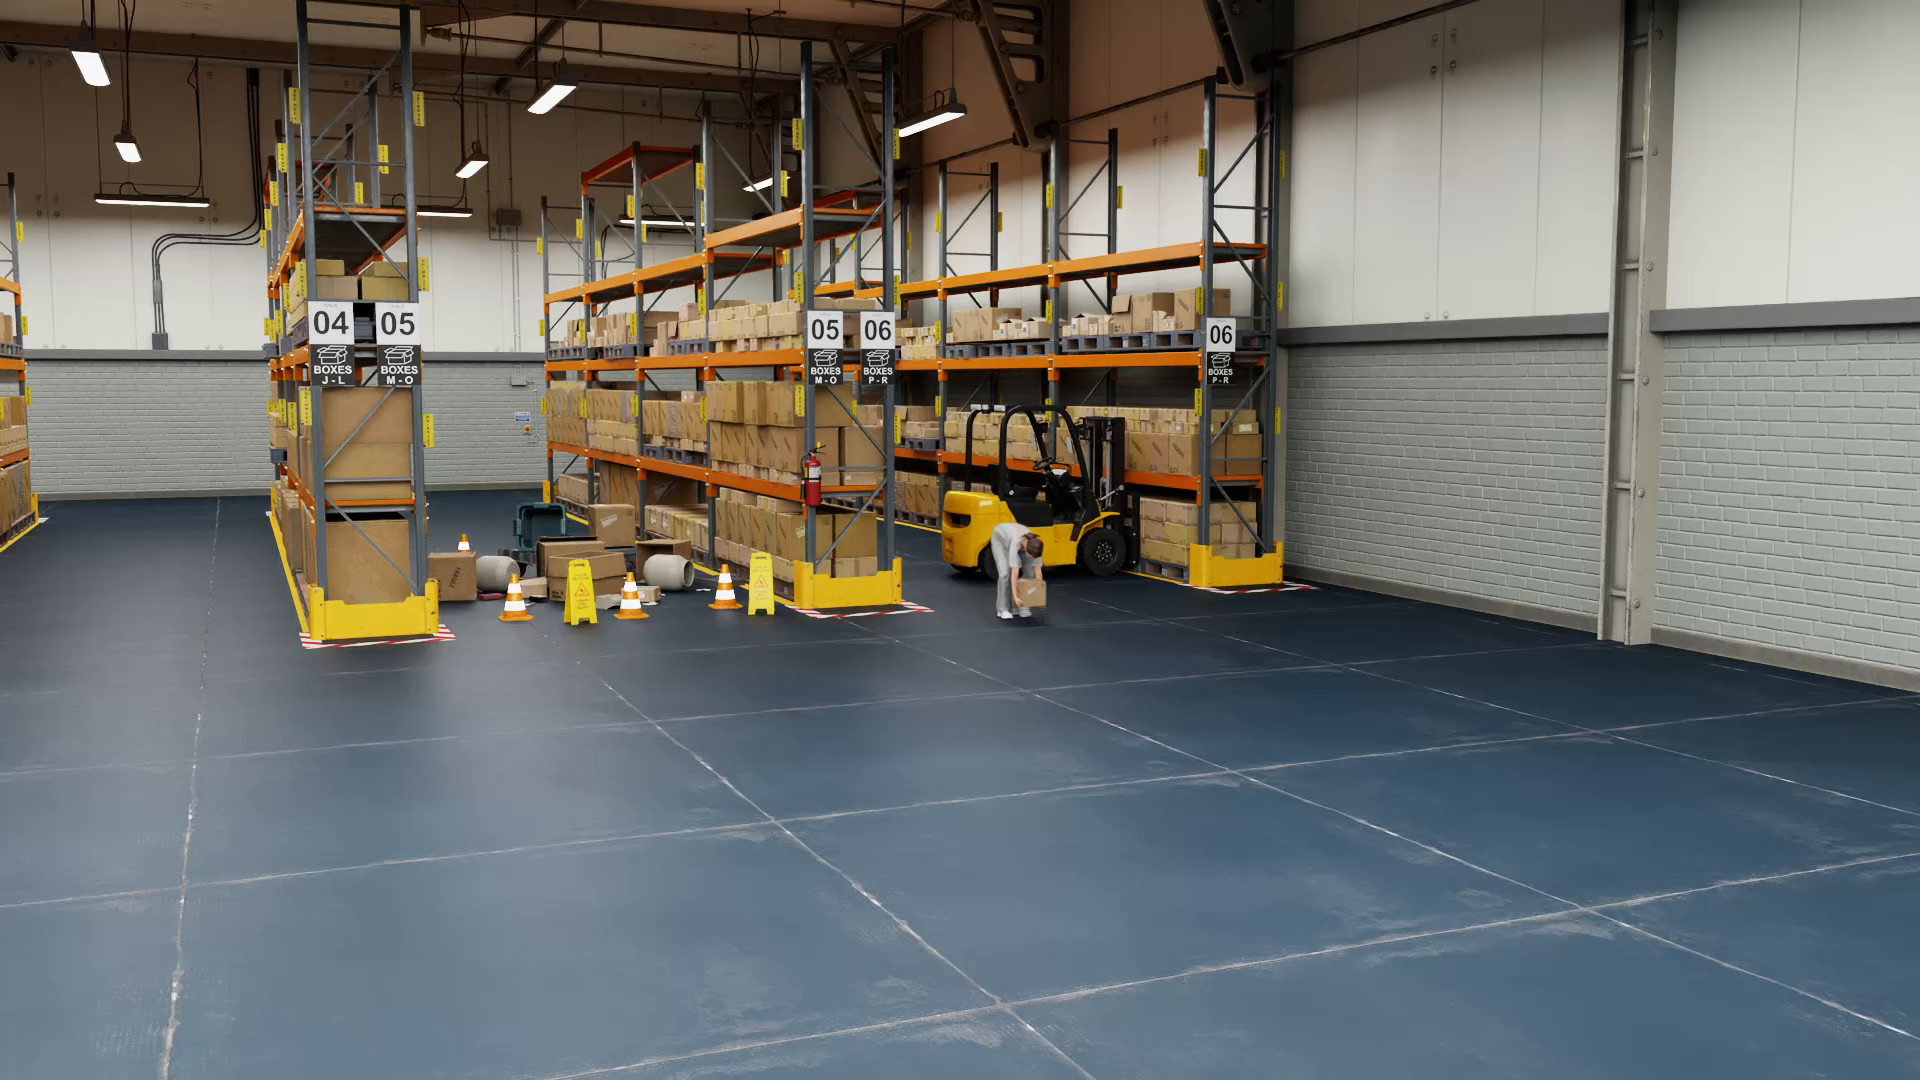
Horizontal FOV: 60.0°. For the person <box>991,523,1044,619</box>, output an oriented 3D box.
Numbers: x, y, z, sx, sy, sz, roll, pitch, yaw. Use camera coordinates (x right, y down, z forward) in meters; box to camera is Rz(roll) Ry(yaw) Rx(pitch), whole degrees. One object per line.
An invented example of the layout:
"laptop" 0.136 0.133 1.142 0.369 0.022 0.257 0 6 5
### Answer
"person" 0.626 0.329 17.150 0.446 0.985 0.863 -3 6 -26
